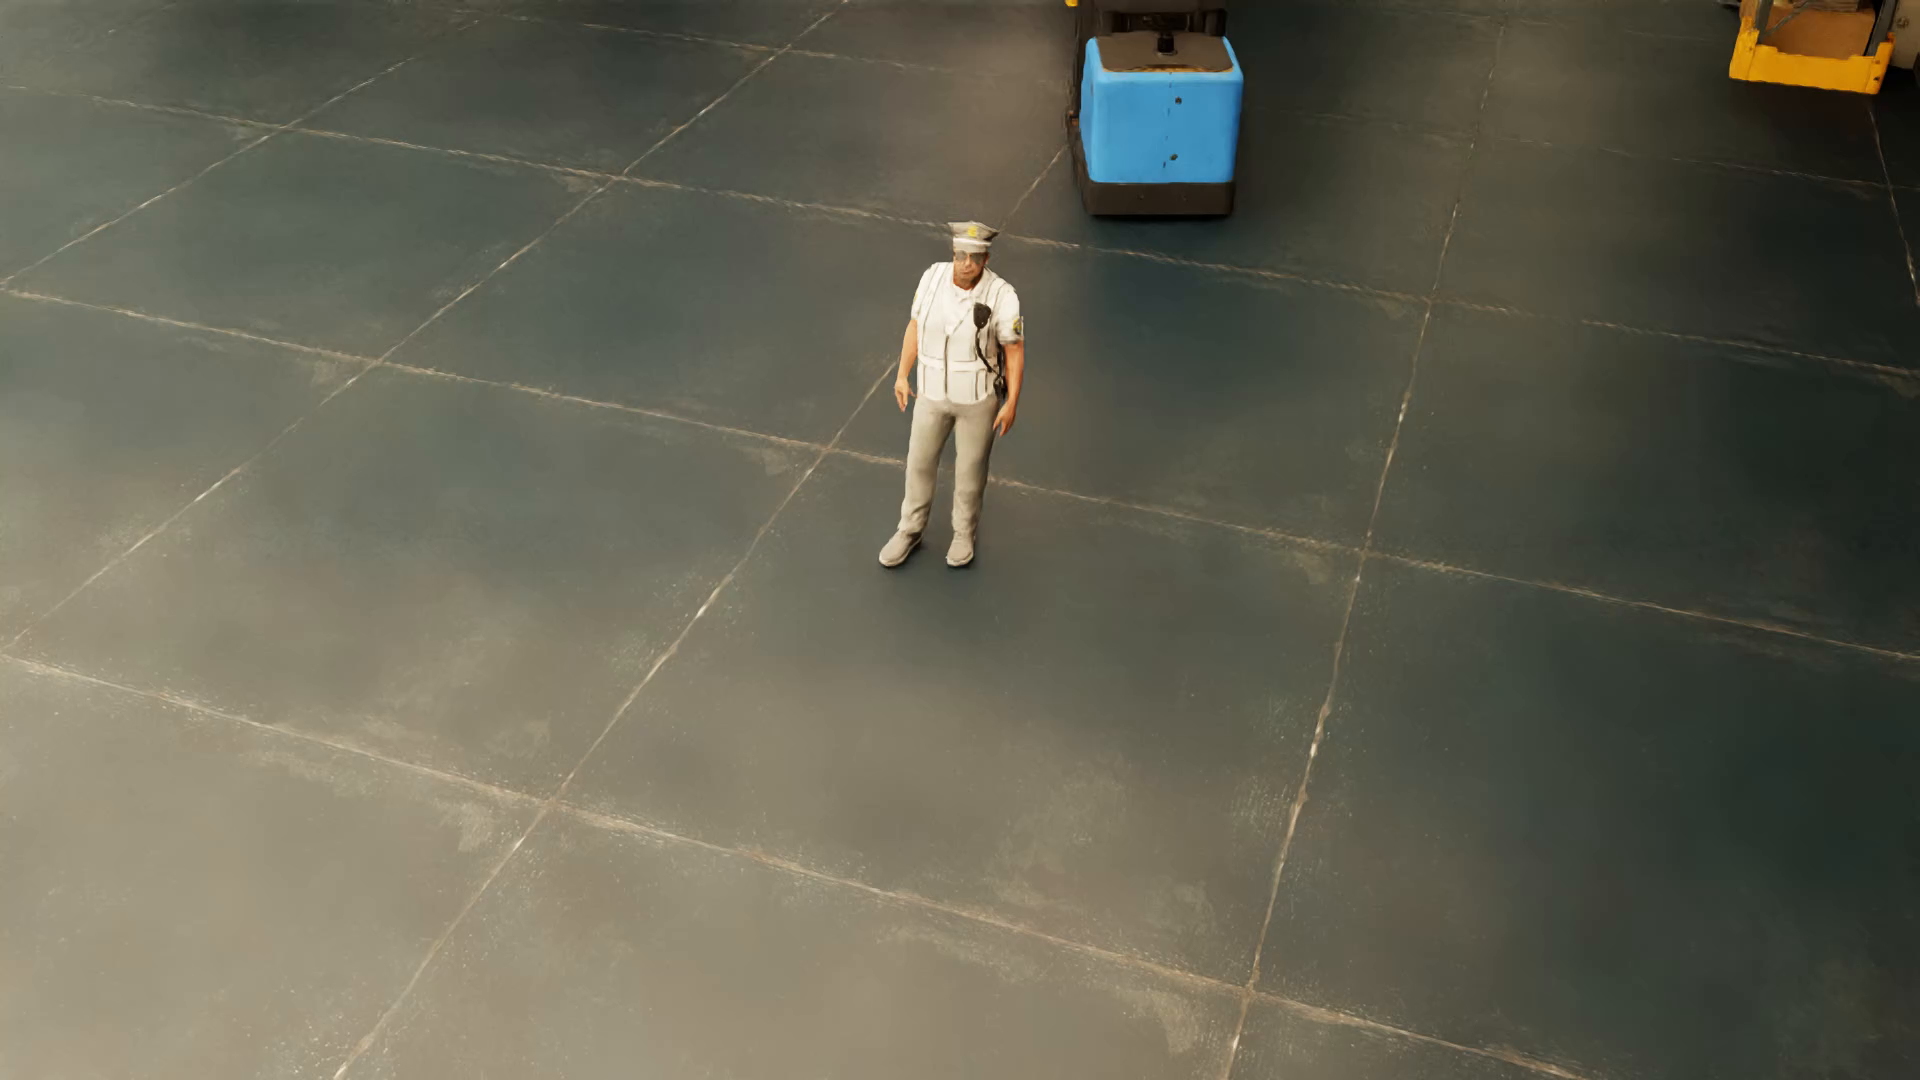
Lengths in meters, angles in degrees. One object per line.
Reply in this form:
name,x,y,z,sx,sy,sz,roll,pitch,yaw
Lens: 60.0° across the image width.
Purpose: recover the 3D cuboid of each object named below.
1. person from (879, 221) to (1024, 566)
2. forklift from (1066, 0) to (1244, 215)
person,-0.037,-0.690,8.071,0.640,1.773,0.574,12,37,16
forklift,1.408,-4.316,12.198,1.130,2.935,3.031,0,35,0
